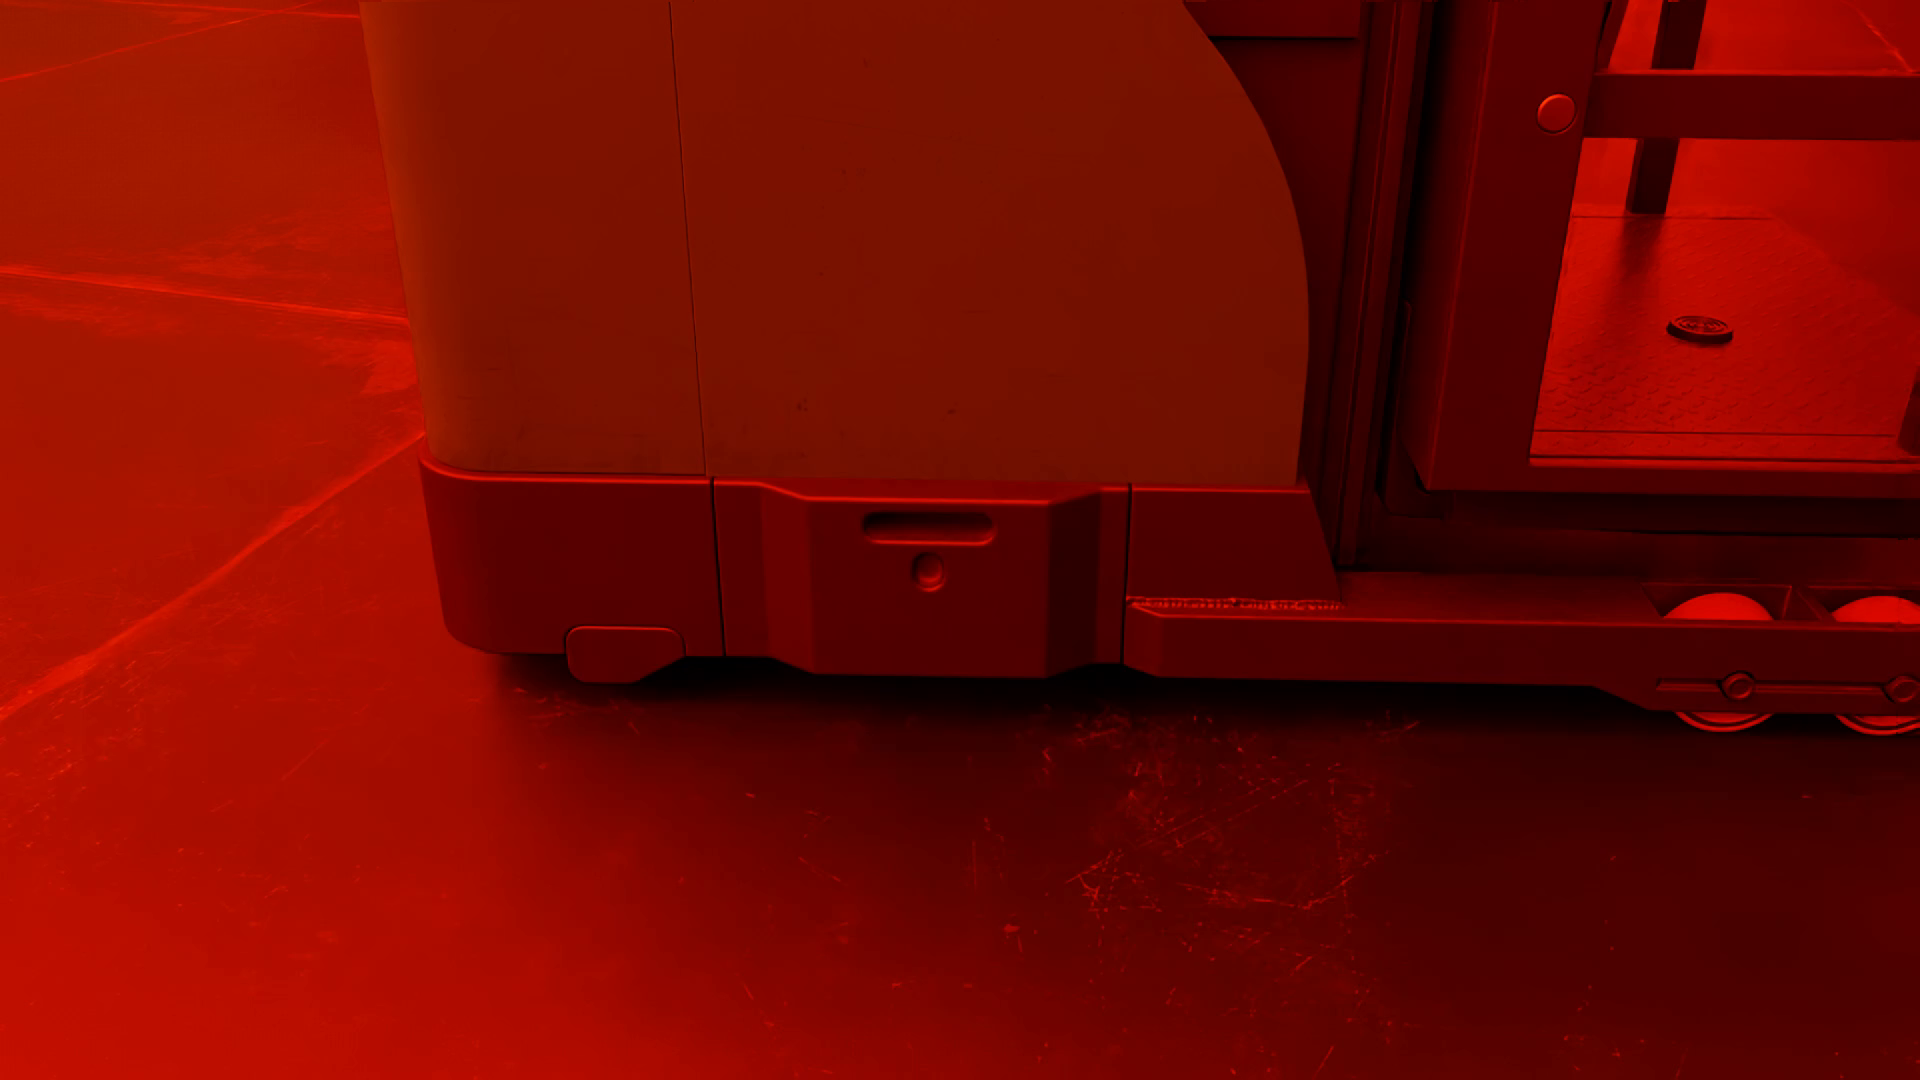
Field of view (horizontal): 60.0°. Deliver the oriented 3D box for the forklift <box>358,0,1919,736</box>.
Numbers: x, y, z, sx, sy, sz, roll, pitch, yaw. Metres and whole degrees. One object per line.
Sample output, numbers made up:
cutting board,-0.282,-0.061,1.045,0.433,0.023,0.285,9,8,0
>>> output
forklift,0.864,-1.315,1.852,3.031,2.935,1.130,1,27,2
